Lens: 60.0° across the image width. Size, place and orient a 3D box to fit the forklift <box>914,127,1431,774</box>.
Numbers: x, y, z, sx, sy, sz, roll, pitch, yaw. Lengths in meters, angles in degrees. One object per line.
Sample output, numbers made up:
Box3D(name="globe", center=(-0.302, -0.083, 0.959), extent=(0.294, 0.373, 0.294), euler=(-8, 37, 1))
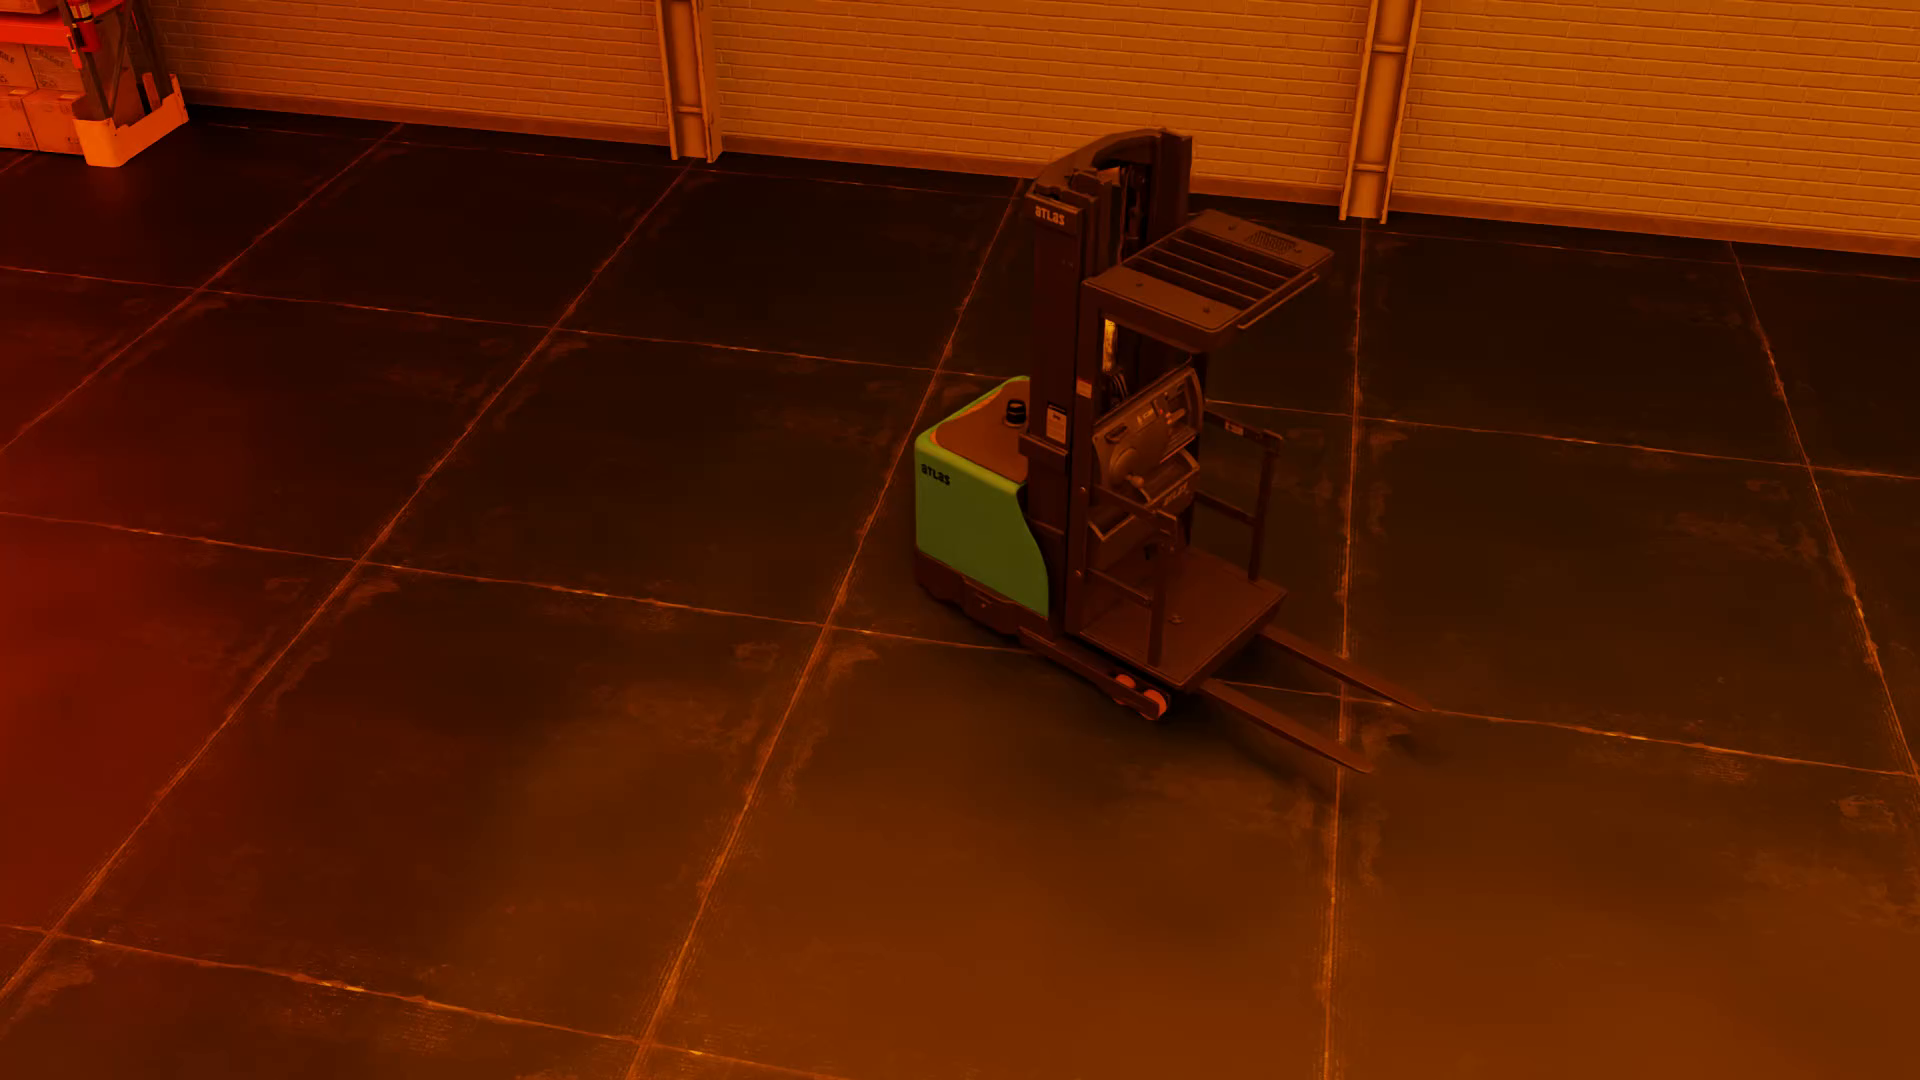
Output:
Box3D(name="forklift", center=(1.167, -0.542, 8.770), extent=(3.031, 2.935, 1.130), euler=(27, 44, 32))

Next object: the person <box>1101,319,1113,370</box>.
Box3D(name="person", center=(0.781, -0.952, 10.408), extent=(0.740, 1.645, 0.435), euler=(26, 44, 30))
